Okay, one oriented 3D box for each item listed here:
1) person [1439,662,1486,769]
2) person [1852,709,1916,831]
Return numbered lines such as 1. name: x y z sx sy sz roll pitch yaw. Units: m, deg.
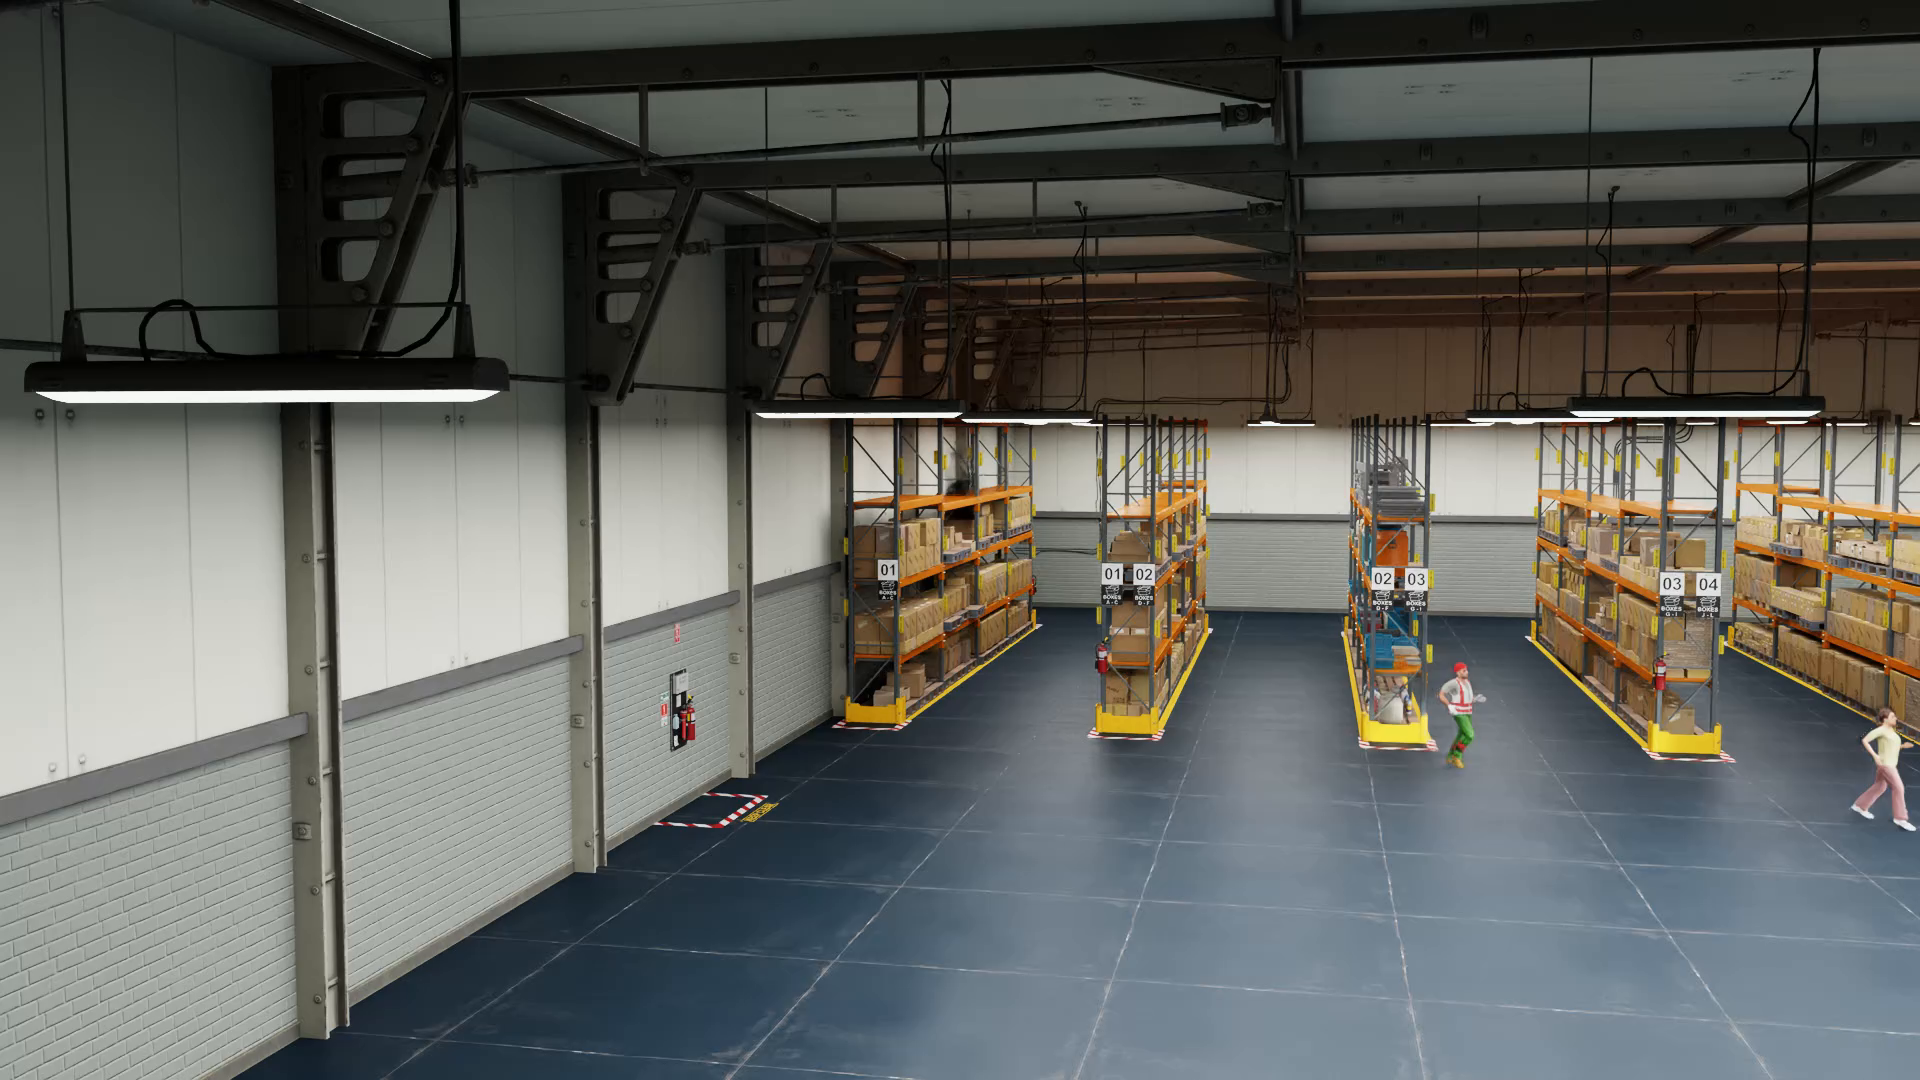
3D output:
1. person: 8.501 2.968 28.055 0.638 1.793 0.656 -4 5 -44
2. person: 13.344 3.273 23.975 0.875 1.700 0.560 3 5 42
